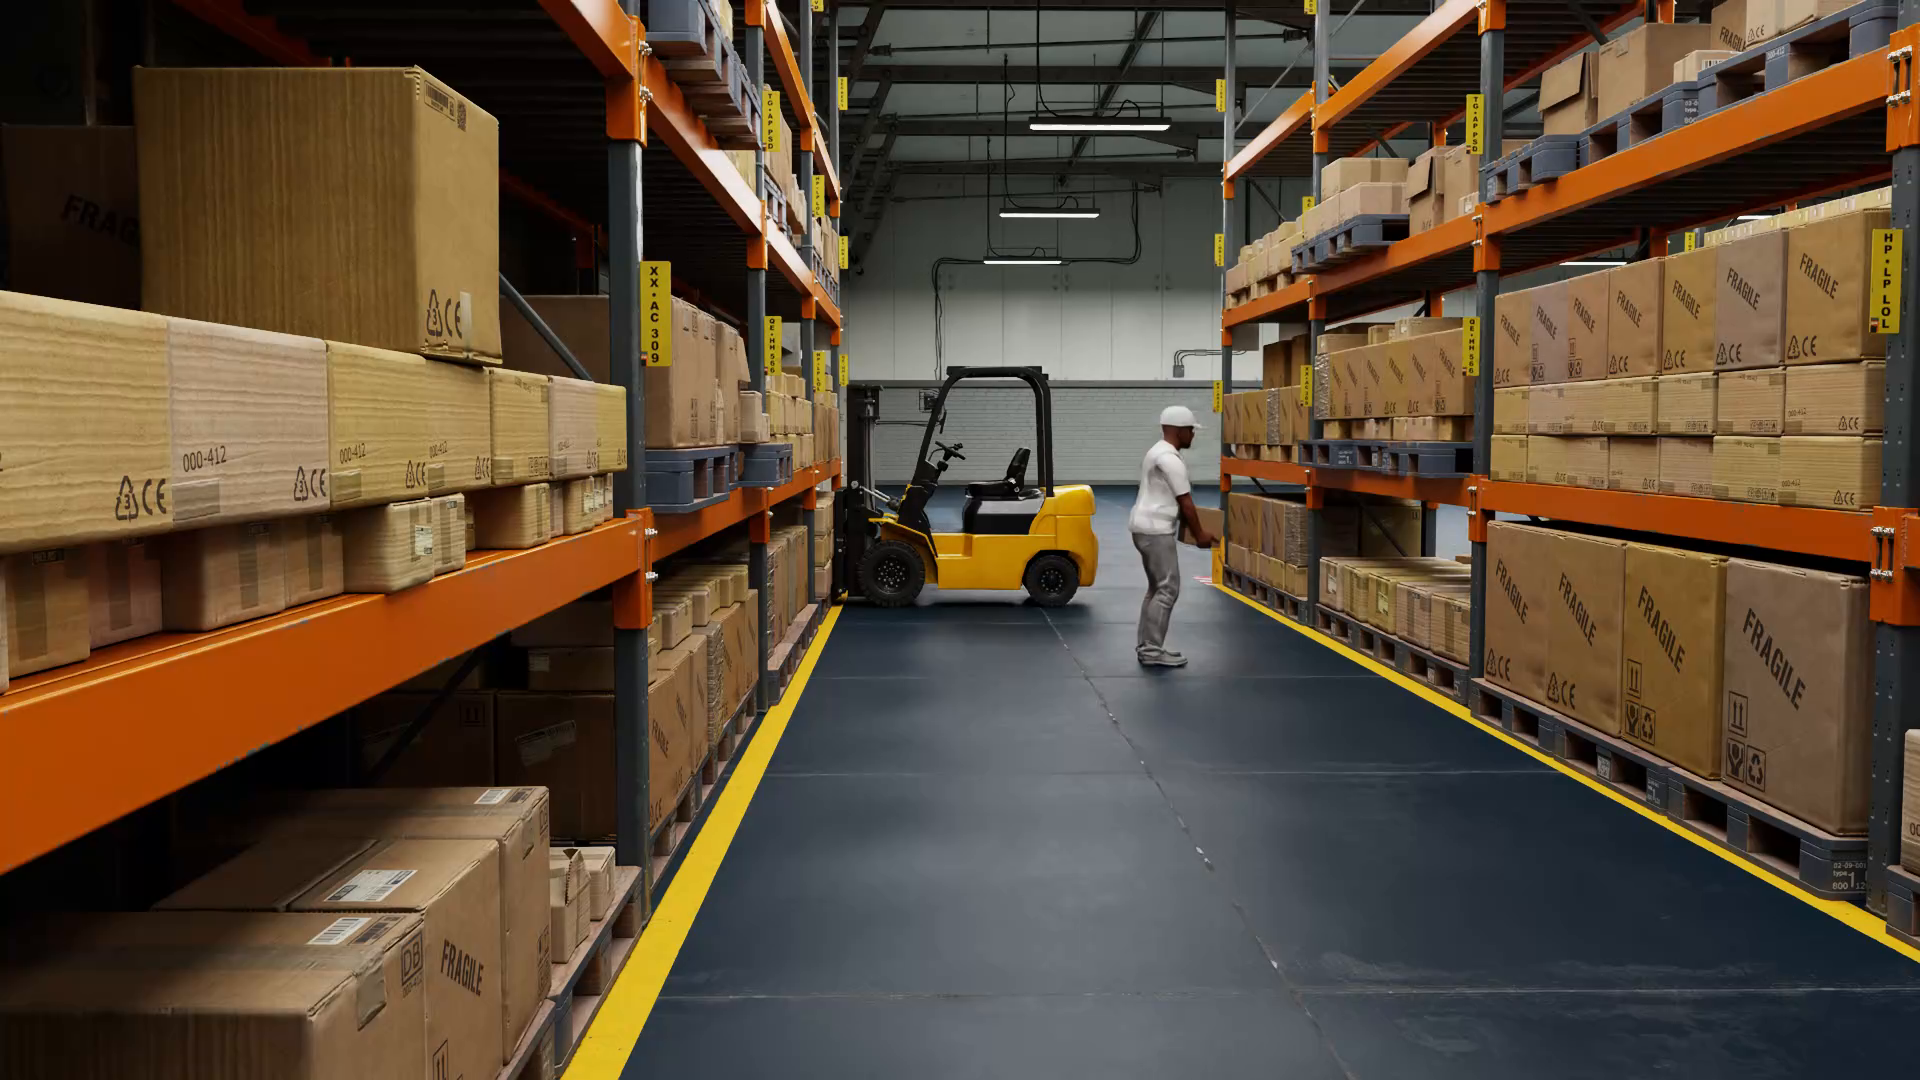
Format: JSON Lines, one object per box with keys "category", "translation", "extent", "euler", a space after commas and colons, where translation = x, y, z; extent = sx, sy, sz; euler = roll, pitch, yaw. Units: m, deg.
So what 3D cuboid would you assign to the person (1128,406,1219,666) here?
{"category": "person", "translation": [1.438, -0.036, 11.271], "extent": [0.590, 1.744, 0.503], "euler": [0, 4, -2]}
